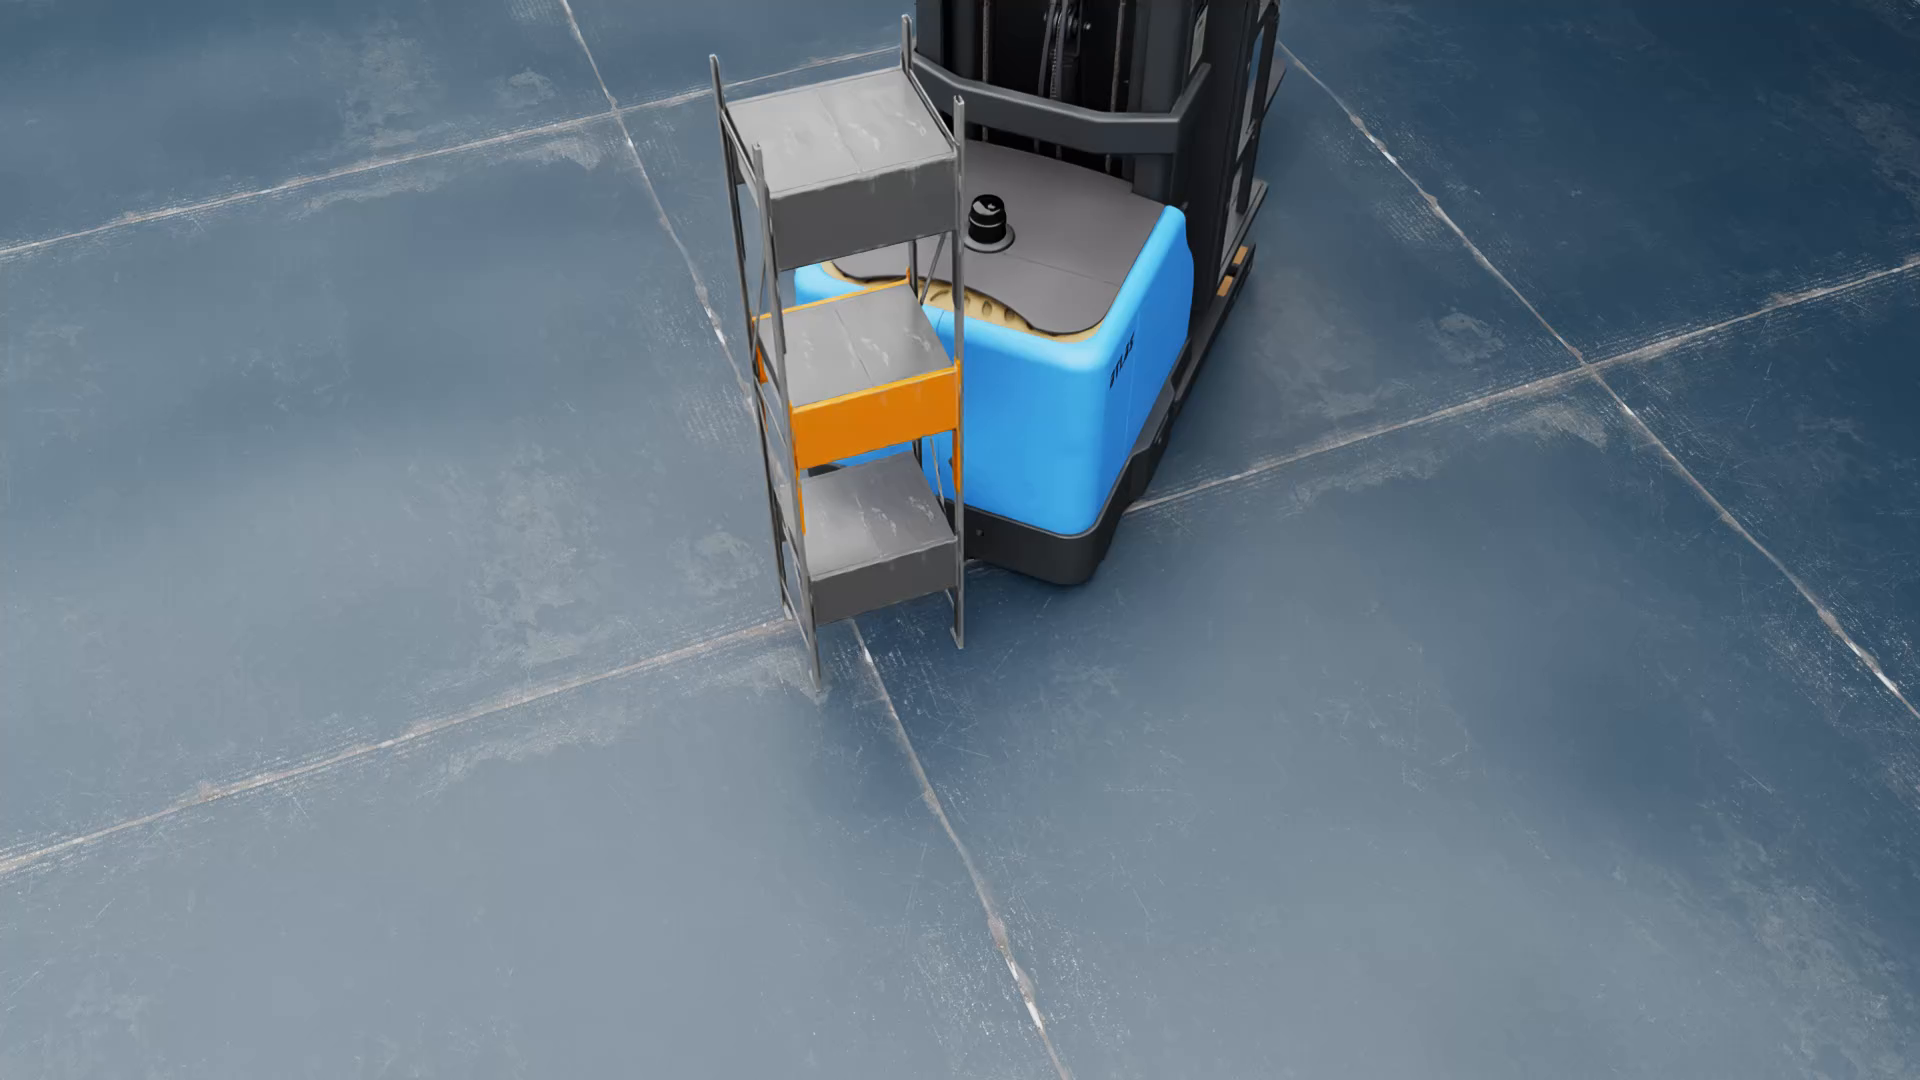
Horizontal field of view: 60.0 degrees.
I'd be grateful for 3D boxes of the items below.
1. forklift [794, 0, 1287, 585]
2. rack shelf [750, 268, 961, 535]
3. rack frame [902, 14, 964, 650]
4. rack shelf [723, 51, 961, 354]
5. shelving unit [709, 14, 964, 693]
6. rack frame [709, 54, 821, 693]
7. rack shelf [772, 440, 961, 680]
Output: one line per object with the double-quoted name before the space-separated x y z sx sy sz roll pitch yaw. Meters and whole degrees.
"forklift" 0.521 -1.946 5.489 1.130 2.935 3.031 18 52 15
"rack shelf" -0.295 -0.392 4.721 0.480 0.518 0.431 -16 51 -13
"rack frame" -0.067 -0.467 4.767 0.015 2.100 0.400 -16 51 -13
"rack shelf" -0.295 -0.848 4.190 0.480 0.518 0.431 -16 51 -13
"shelving unit" -0.295 -0.401 4.711 0.503 2.100 0.431 -16 51 -13
"rack frame" -0.523 -0.336 4.654 0.015 2.100 0.400 -16 51 -13
"rack shelf" -0.295 0.064 5.252 0.480 0.518 0.431 -16 51 -13
